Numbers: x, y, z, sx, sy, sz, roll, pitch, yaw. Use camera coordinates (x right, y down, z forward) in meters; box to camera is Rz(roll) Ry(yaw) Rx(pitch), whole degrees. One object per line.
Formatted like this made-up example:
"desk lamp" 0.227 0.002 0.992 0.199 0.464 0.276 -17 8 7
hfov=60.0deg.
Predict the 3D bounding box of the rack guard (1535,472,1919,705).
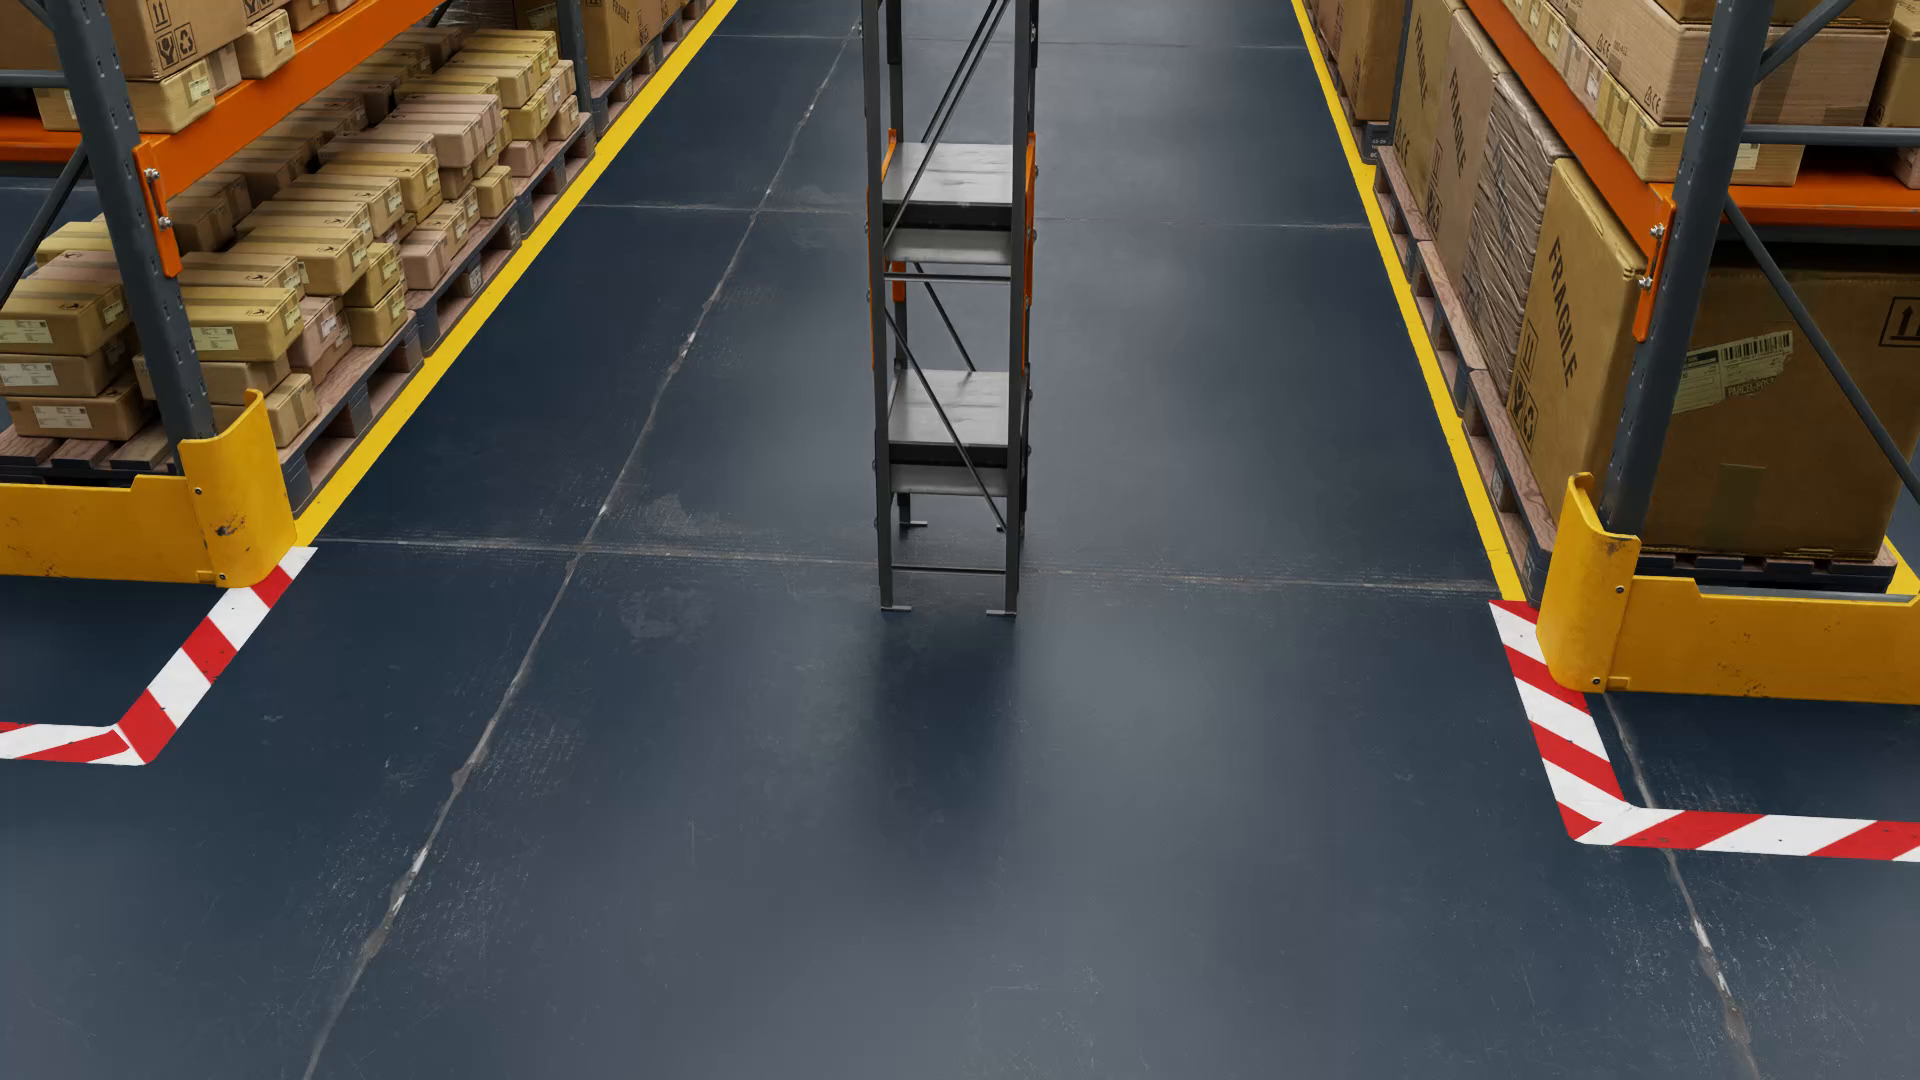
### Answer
"rack guard" 2.240 0.138 4.550 1.175 0.500 0.348 2 32 4

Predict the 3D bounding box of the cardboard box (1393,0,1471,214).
"cardboard box" 2.435 -1.963 7.201 0.875 0.875 0.875 2 32 4

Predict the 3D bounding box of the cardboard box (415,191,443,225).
"cardboard box" -2.315 -1.388 6.676 0.380 0.149 0.250 4 32 6

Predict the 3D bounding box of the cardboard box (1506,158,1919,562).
"cardboard box" 2.215 -0.551 4.910 0.875 0.875 0.875 2 32 4

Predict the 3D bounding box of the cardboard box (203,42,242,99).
"cardboard box" -2.360 -1.387 4.881 0.380 0.149 0.250 4 32 6

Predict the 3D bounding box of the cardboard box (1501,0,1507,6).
"cardboard box" 2.087 -1.968 5.824 0.380 0.149 0.250 2 32 3

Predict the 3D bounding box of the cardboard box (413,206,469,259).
"cardboard box" -2.219 -1.239 6.718 0.380 0.149 0.250 2 32 4

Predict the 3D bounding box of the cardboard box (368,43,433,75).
"cardboard box" -2.683 -2.201 7.712 0.380 0.149 0.250 4 32 6

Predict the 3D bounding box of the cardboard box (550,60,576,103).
"cardboard box" -2.076 -2.209 8.009 0.380 0.149 0.250 3 32 5

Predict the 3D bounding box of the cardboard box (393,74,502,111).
"cardboard box" -2.230 -1.918 7.254 0.380 0.149 0.250 3 32 6

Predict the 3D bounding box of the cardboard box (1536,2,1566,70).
"cardboard box" 2.025 -1.566 5.172 0.380 0.149 0.250 2 32 3

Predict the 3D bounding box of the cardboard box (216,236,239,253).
"cardboard box" -2.769 -0.992 6.033 0.380 0.149 0.250 2 32 3

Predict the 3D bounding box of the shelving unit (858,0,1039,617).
"shelving unit" -0.013 -0.807 4.559 0.431 2.100 0.503 2 32 4

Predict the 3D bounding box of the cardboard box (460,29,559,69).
"cardboard box" -2.137 -2.317 7.900 0.380 0.149 0.250 3 32 5

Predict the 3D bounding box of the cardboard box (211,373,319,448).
"cardboard box" -2.331 -0.429 5.404 0.380 0.149 0.250 3 32 5

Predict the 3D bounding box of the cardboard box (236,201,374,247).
"cardboard box" -2.323 -1.090 5.910 0.380 0.149 0.250 1 32 2

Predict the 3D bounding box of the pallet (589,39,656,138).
"pallet" -2.305 -2.515 9.130 1.003 0.211 1.213 2 32 4

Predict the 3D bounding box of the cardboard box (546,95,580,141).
"cardboard box" -2.060 -2.041 8.020 0.380 0.149 0.250 3 32 5

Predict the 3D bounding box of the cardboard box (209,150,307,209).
"cardboard box" -2.748 -1.388 6.393 0.380 0.149 0.250 1 32 2

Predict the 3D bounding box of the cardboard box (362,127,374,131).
"cardboard box" -2.701 -1.662 7.122 0.380 0.149 0.250 4 32 6

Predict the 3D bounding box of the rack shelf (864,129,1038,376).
"rack shelf" -0.013 -0.796 4.566 0.431 0.518 0.480 2 32 4

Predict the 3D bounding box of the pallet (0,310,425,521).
"pallet" -2.585 -0.480 5.827 1.003 0.211 1.213 2 32 4

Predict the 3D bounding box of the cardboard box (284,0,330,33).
"cardboard box" -2.354 -1.808 5.563 0.380 0.149 0.250 2 32 3

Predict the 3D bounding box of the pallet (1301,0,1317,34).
"pallet" 2.754 -3.526 10.770 1.003 0.211 1.213 2 32 4

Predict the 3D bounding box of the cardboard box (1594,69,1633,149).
"cardboard box" 1.963 -1.168 4.526 0.380 0.149 0.250 3 32 4

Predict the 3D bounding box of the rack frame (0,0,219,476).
"rack frame" -2.693 -1.204 4.344 1.000 3.000 0.127 2 32 4

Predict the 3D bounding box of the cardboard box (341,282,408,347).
"cardboard box" -2.248 -0.829 6.053 0.380 0.149 0.250 3 32 5

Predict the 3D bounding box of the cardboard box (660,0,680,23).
"cardboard box" -1.972 -3.336 9.787 0.500 0.500 0.500 3 32 5

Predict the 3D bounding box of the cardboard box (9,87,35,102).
"cardboard box" -2.890 -1.408 4.915 0.380 0.149 0.250 2 32 4

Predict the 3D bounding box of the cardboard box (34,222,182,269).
"cardboard box" -2.930 -0.980 5.730 0.380 0.149 0.250 2 32 3

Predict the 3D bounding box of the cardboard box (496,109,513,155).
"cardboard box" -2.208 -1.799 7.344 0.380 0.149 0.250 3 32 4

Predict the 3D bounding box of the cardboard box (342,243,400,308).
"cardboard box" -2.255 -0.961 5.983 0.380 0.149 0.250 3 32 6

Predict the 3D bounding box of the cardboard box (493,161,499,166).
"cardboard box" -2.264 -1.635 7.361 0.380 0.149 0.250 2 32 3

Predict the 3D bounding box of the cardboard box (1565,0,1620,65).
"cardboard box" 2.059 -1.532 4.736 0.500 0.250 0.500 2 32 3

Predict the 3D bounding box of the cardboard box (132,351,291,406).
"cardboard box" -2.394 -0.558 5.331 0.380 0.149 0.250 4 32 6

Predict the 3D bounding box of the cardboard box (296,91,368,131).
"cardboard box" -2.755 -1.800 7.061 0.380 0.149 0.250 3 32 5

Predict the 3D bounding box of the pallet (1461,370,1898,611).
"pallet" 2.229 -0.173 5.330 1.003 0.211 1.213 2 32 4

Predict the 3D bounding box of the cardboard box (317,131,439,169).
"cardboard box" -2.299 -1.506 6.585 0.380 0.149 0.250 3 32 4

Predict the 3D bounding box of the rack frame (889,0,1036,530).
"rack frame" 0.006 -0.935 4.766 0.400 2.100 0.015 2 32 4

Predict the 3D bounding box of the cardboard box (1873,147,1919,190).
"cardboard box" 2.600 -1.004 4.259 0.380 0.149 0.250 3 32 5

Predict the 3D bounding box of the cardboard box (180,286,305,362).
"cardboard box" -2.312 -0.682 5.247 0.380 0.149 0.250 1 32 2

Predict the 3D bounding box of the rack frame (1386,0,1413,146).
"rack frame" 2.568 -3.031 7.309 1.000 3.000 0.127 2 32 4

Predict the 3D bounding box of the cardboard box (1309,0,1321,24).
"cardboard box" 2.736 -3.571 9.810 1.225 0.875 0.875 3 32 4
